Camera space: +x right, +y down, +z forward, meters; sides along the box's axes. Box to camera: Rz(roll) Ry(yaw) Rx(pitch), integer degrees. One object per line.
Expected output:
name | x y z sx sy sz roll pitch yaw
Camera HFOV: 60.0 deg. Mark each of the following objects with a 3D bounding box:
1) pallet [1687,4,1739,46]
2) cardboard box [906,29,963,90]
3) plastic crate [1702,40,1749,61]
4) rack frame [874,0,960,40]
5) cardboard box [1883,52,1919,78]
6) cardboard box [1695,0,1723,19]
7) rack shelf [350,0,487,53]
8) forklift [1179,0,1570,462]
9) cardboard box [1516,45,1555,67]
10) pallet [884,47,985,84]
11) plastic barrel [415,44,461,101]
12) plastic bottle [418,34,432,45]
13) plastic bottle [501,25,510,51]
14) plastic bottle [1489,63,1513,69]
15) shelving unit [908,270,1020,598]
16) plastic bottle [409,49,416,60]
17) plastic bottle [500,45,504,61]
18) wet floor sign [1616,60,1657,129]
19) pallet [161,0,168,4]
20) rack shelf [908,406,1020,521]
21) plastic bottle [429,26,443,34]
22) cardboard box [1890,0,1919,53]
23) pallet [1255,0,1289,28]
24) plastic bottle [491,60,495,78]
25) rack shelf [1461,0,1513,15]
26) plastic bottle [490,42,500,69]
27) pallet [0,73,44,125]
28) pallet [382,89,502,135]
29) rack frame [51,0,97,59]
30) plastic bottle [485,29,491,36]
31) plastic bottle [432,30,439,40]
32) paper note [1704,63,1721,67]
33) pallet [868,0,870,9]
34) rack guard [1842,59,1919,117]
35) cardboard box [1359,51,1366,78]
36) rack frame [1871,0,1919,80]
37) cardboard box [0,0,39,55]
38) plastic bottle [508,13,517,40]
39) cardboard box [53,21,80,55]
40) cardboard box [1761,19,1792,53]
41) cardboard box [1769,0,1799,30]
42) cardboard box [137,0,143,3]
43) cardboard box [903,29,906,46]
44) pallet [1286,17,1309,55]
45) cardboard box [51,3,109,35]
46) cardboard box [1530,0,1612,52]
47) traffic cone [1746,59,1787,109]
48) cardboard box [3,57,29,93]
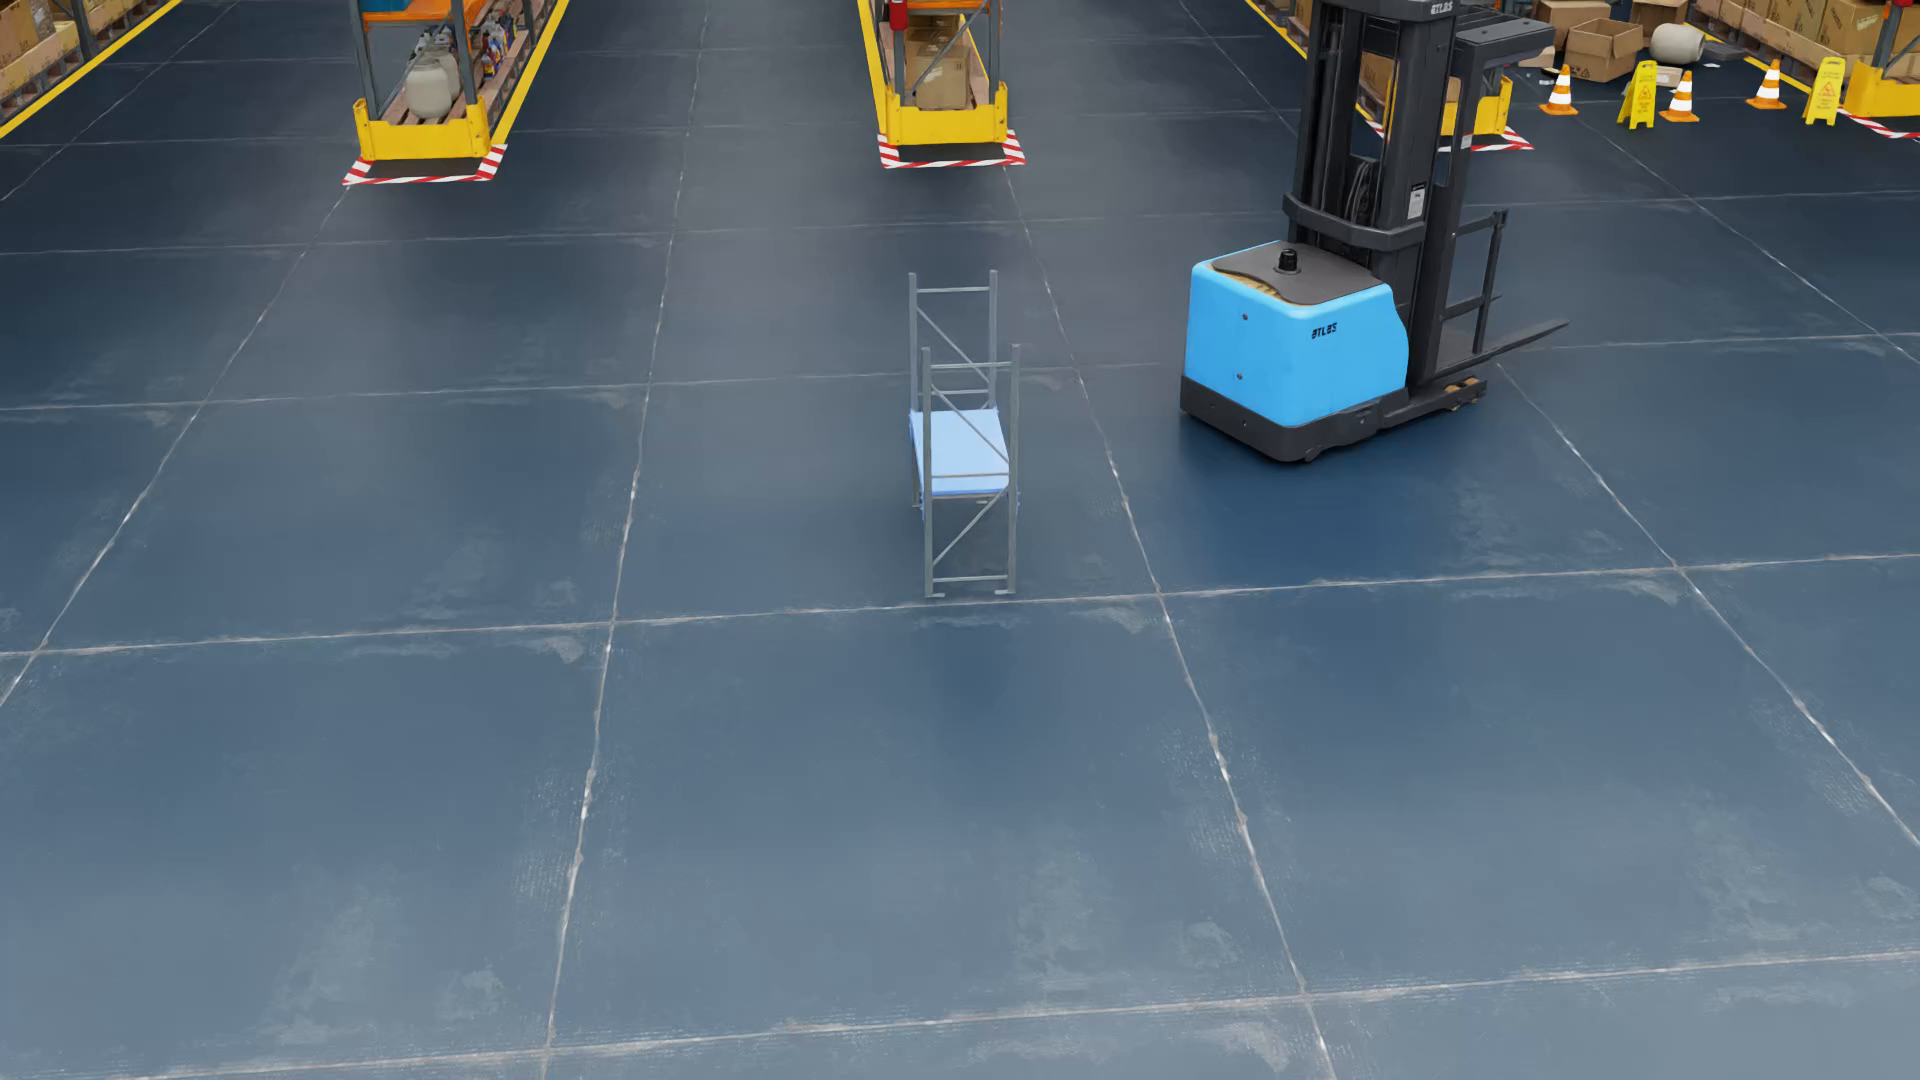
pallet | 9.464 -6.182 19.893 1.003 0.211 1.213 -3 31 -5
cardboard box | -0.259 -4.933 17.112 0.500 0.500 0.500 5 31 8
plastic crate | 8.696 -5.626 19.090 0.402 0.080 0.583 -14 33 -22
rack frame | -0.501 -7.245 18.955 1.000 3.000 0.127 -3 31 -5
cardboard box | 9.939 -5.103 17.640 0.500 0.250 0.500 -3 31 -5
cardboard box | 9.152 -6.406 19.821 0.500 0.250 0.500 -4 31 -7
rack shelf | -5.245 -5.678 17.032 1.077 0.370 4.000 -3 31 -5
forklift | 2.963 -2.334 10.799 3.031 2.935 1.130 -20 36 -30
cardboard box | 6.441 -5.468 18.646 0.396 0.266 0.258 2 31 4
pallet | -0.286 -5.083 18.053 1.003 0.211 1.213 -3 31 -5
plastic barrel | -5.243 -4.666 16.653 0.421 0.512 0.421 0 31 0
plastic bottle | -5.695 -5.219 17.717 0.144 0.351 0.185 -2 31 -3
plastic bottle | -5.010 -5.536 18.314 0.061 0.283 0.133 -1 31 -1
plastic bottle | 6.032 -5.319 18.595 0.283 0.061 0.133 -14 33 -22
shelving unit | 0.008 -0.600 9.292 0.538 1.500 1.048 -3 31 -5
plastic bottle | -5.696 -4.964 17.355 0.061 0.283 0.133 -2 31 -3
plastic bottle | -4.987 -5.275 17.957 0.097 0.201 0.097 0 31 0
wet floor sign | 6.795 -4.458 16.585 0.267 0.644 0.232 -8 32 -13
pallet | -10.700 -7.195 21.591 1.003 0.211 1.213 -3 31 -5
rack shelf | 0.008 -0.446 9.385 0.538 0.185 1.000 -3 31 -5
plastic bottle | -5.752 -5.531 18.239 0.144 0.351 0.185 -4 31 -7
cardboard box | 9.937 -5.437 17.468 0.500 0.500 0.500 -4 31 -6
pallet | 4.300 -6.624 20.635 1.003 0.211 1.213 -3 31 -5
plastic bottle | -4.927 -4.947 17.406 0.097 0.201 0.097 0 31 0
rack shelf | 4.634 -6.101 17.741 1.077 0.370 4.000 -3 31 -5
plastic bottle | -4.959 -5.150 17.678 0.097 0.271 0.097 0 31 0
pallet | -10.215 -4.543 17.150 1.003 0.211 1.213 -3 31 -5
pallet | -5.183 -4.220 16.609 1.003 0.211 1.213 -3 31 -5
rack frame | -10.364 -6.773 18.163 1.000 3.000 0.127 -3 31 -5
plastic bottle | -5.137 -5.435 18.143 0.061 0.283 0.133 -3 31 -5
plastic bottle | -5.701 -5.424 18.137 0.097 0.271 0.097 0 31 0
paper note | 8.431 -5.324 18.634 0.142 0.019 0.148 -14 33 -22
pallet | -0.692 -7.070 21.380 1.003 0.211 1.213 -3 31 -5
rack guard | 9.732 -4.643 17.036 1.175 0.500 0.348 -3 31 -5
cardboard box | 4.607 -5.449 17.611 0.875 0.875 0.875 -3 31 -5
rack frame | 9.739 -5.678 16.331 1.000 3.000 0.127 -3 31 -5
cardboard box | -10.018 -5.357 17.334 0.500 0.500 0.500 -3 31 -5
plastic bottle | -5.059 -5.801 18.756 0.061 0.283 0.133 -1 31 -2
cardboard box | -10.103 -5.546 18.382 0.500 0.250 0.500 -3 31 -5
cardboard box | 9.301 -5.609 18.488 0.500 0.250 0.500 -4 31 -6
cardboard box | 9.313 -5.920 18.277 0.500 0.500 0.500 -3 31 -6
cardboard box | -10.299 -6.775 20.440 0.500 0.250 0.500 -2 31 -4
cardboard box | -0.442 -5.854 18.654 0.500 0.500 0.500 7 32 11
pallet | 4.440 -5.842 19.325 1.003 0.211 1.213 -3 31 -5
cardboard box | -10.155 -5.990 19.125 0.500 0.250 0.500 -3 31 -6
cardboard box | 6.959 -5.917 19.033 0.797 0.637 0.503 -3 31 -5
traffic cone | 8.415 -4.746 17.245 0.336 0.463 0.334 -3 31 -5
cardboard box | -9.958 -4.780 17.100 0.500 0.250 0.500 -3 31 -5
